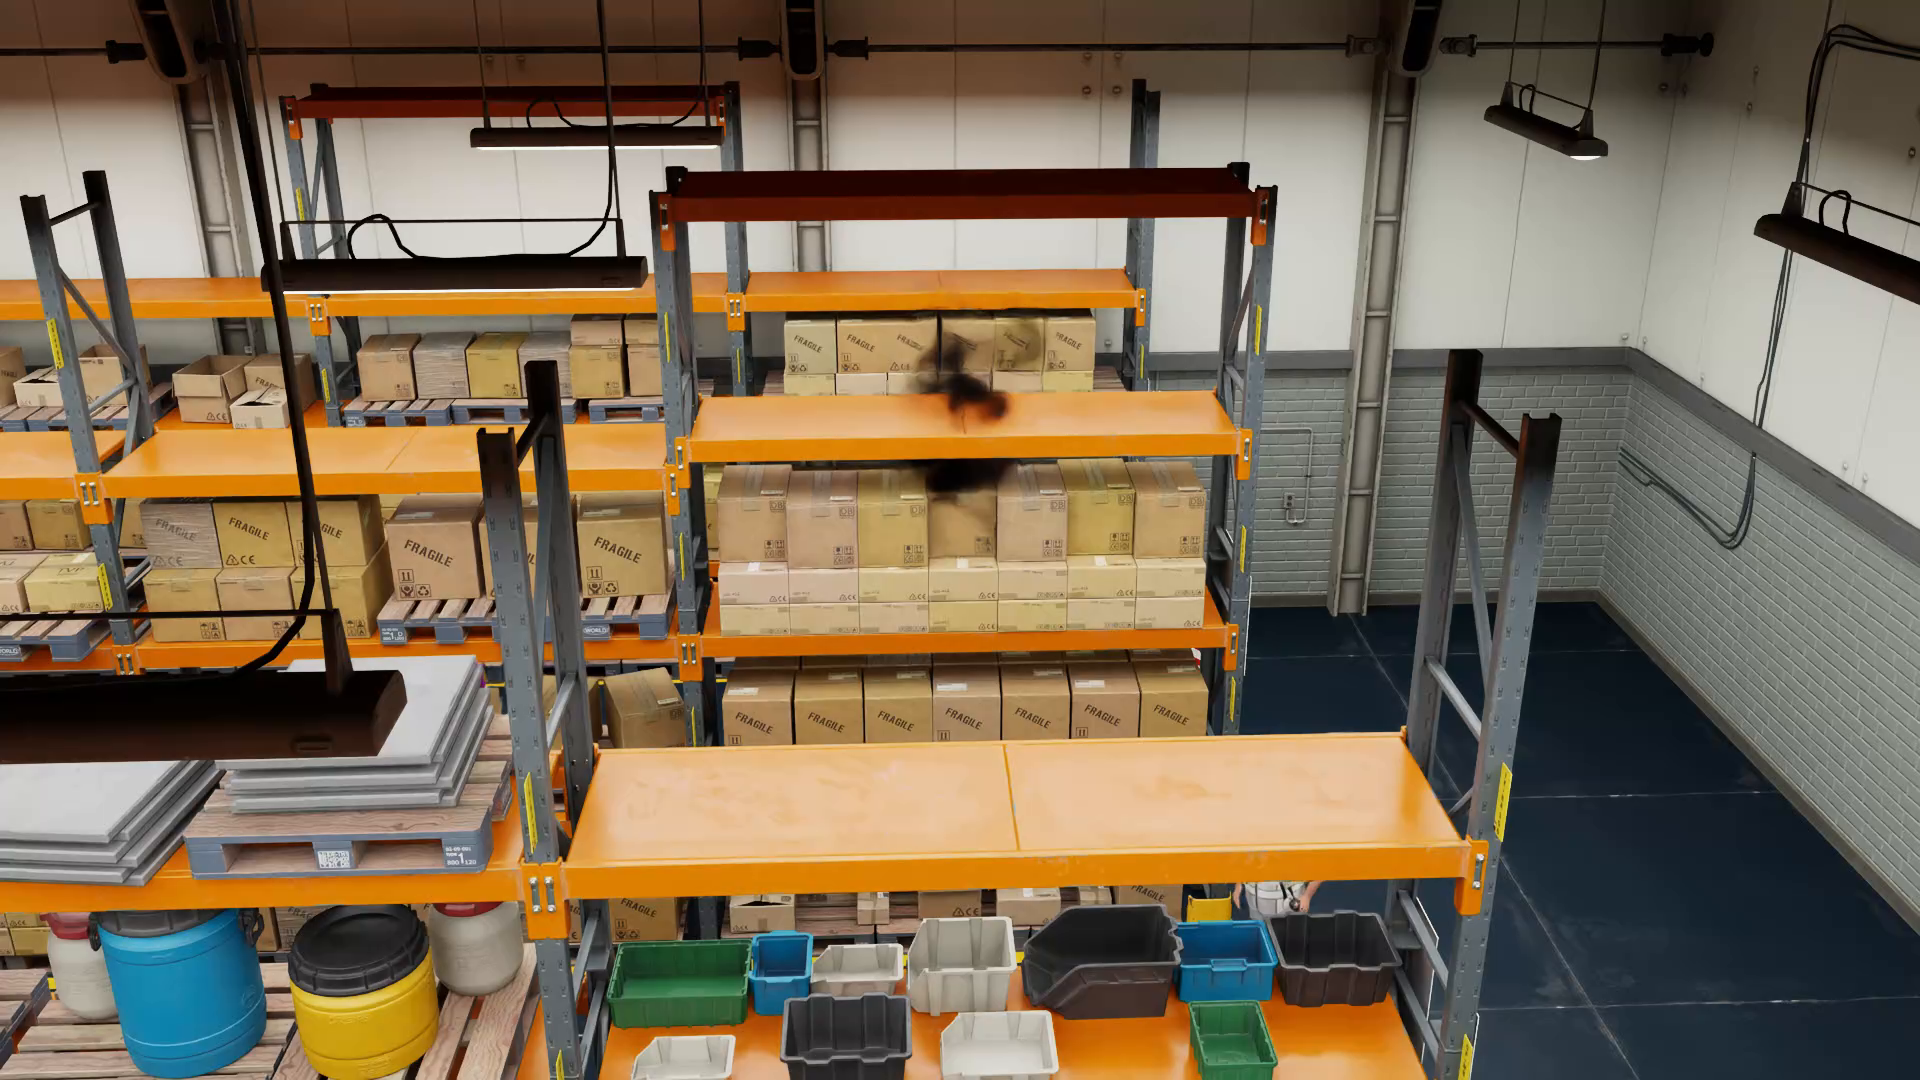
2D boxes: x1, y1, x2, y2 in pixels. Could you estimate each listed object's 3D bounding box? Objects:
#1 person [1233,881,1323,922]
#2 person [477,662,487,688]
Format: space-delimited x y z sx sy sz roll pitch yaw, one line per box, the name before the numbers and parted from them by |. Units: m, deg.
person | 2.187 2.614 11.835 0.589 1.810 0.702 -18 28 -37
person | -4.336 1.539 15.082 0.748 1.723 0.679 -4 23 -10
